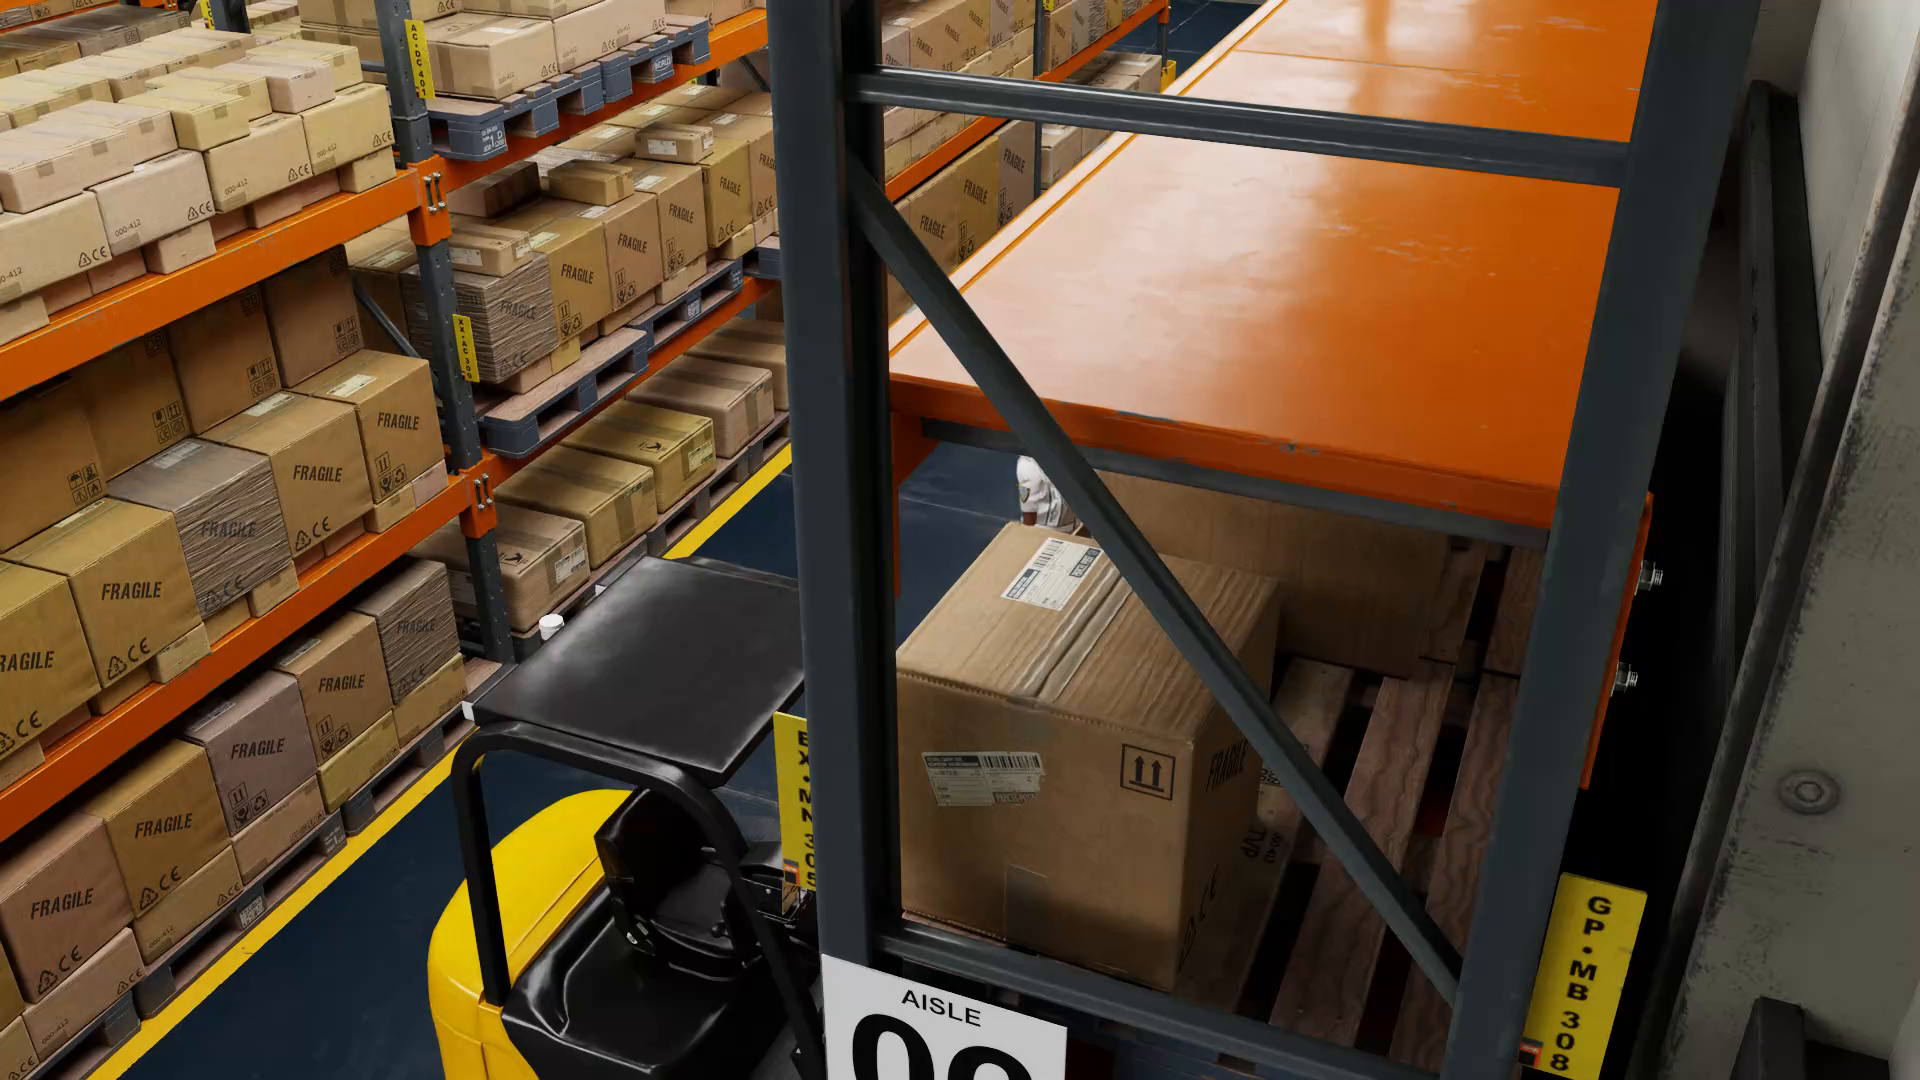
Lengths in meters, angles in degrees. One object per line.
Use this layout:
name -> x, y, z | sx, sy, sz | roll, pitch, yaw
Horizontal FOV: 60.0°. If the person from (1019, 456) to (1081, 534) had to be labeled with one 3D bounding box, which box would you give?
person -> 0.477, -0.251, 8.102 | 0.447, 1.017, 0.313 | -23, 37, -34
